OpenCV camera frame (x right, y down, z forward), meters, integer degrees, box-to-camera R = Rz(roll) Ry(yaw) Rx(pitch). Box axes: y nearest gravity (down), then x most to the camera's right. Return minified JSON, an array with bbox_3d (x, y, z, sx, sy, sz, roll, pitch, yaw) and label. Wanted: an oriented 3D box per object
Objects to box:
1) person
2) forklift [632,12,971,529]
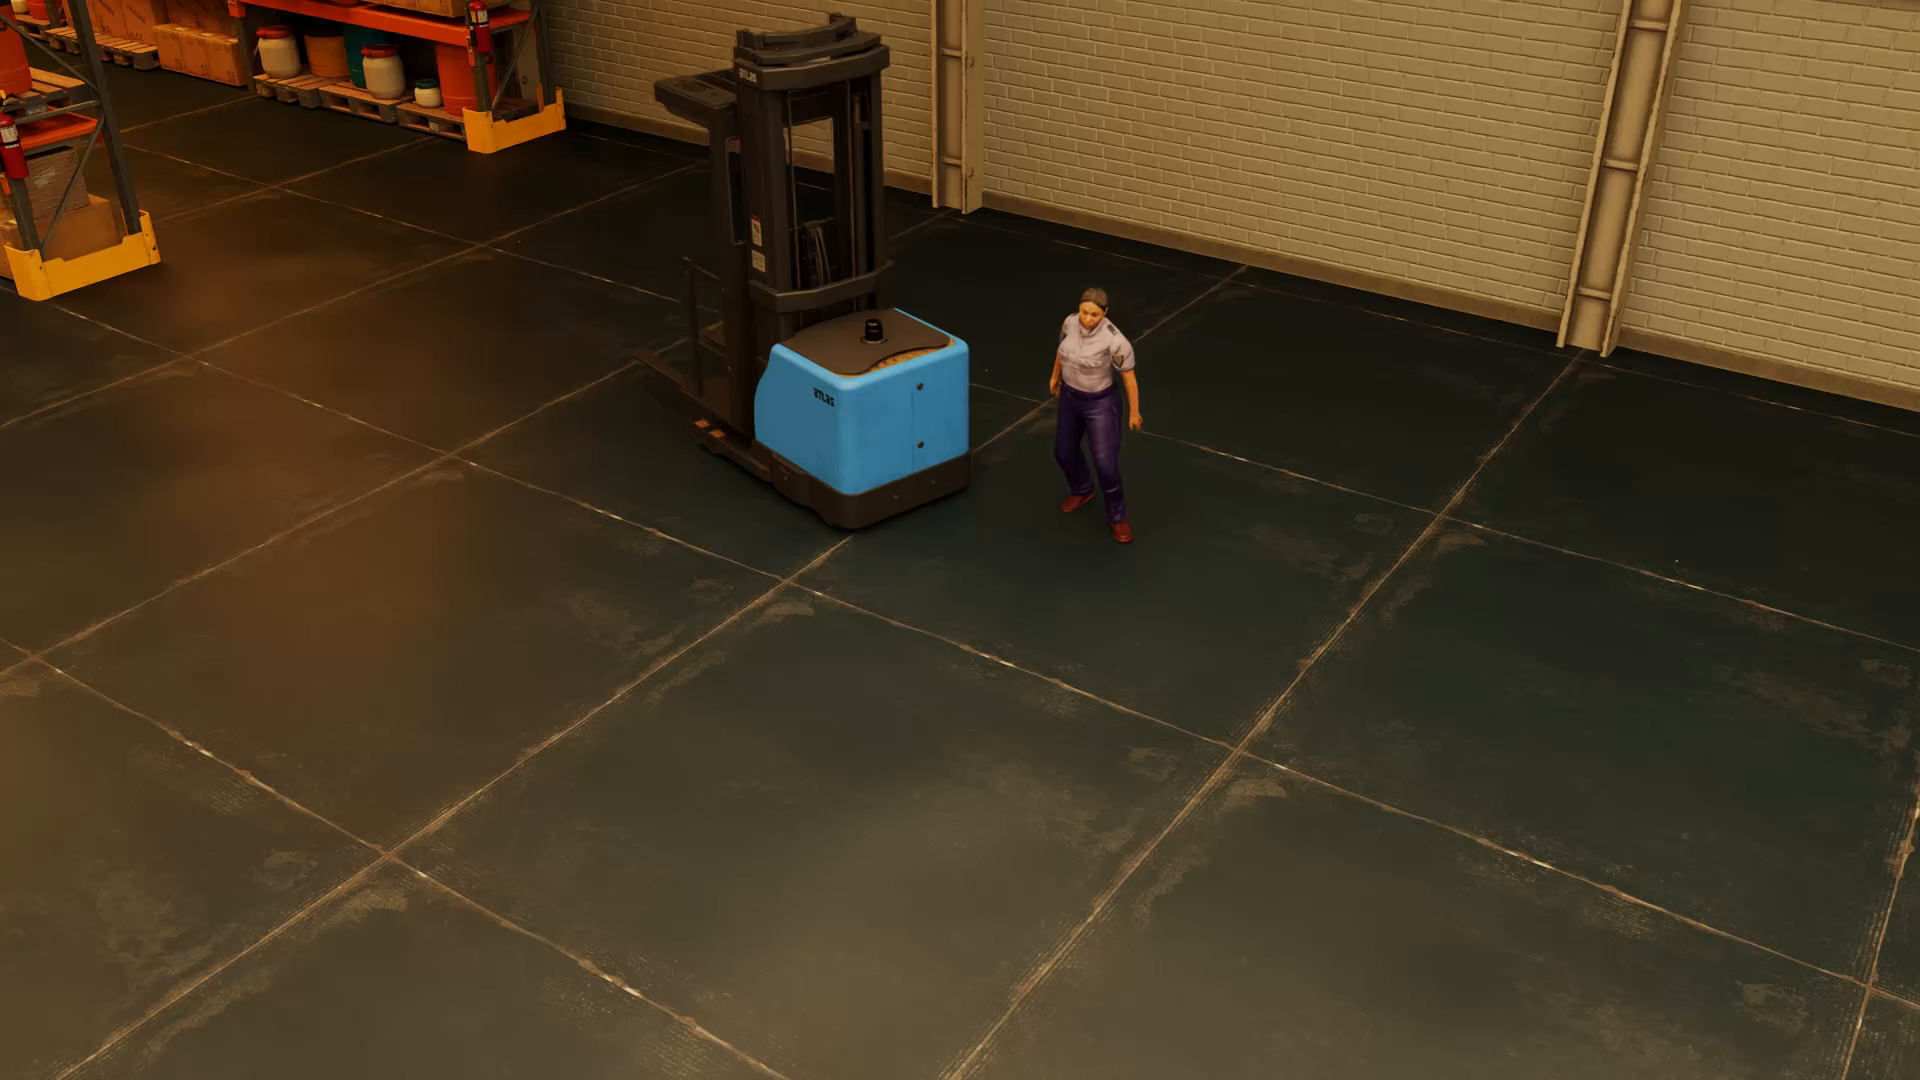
[{"bbox_3d":[0.845,-0.844,10.381,0.830,1.625,0.401,27,39,38],"label":"person"},{"bbox_3d":[-1.249,-2.006,11.036,1.130,2.935,3.031,-22,37,-33],"label":"forklift"}]
